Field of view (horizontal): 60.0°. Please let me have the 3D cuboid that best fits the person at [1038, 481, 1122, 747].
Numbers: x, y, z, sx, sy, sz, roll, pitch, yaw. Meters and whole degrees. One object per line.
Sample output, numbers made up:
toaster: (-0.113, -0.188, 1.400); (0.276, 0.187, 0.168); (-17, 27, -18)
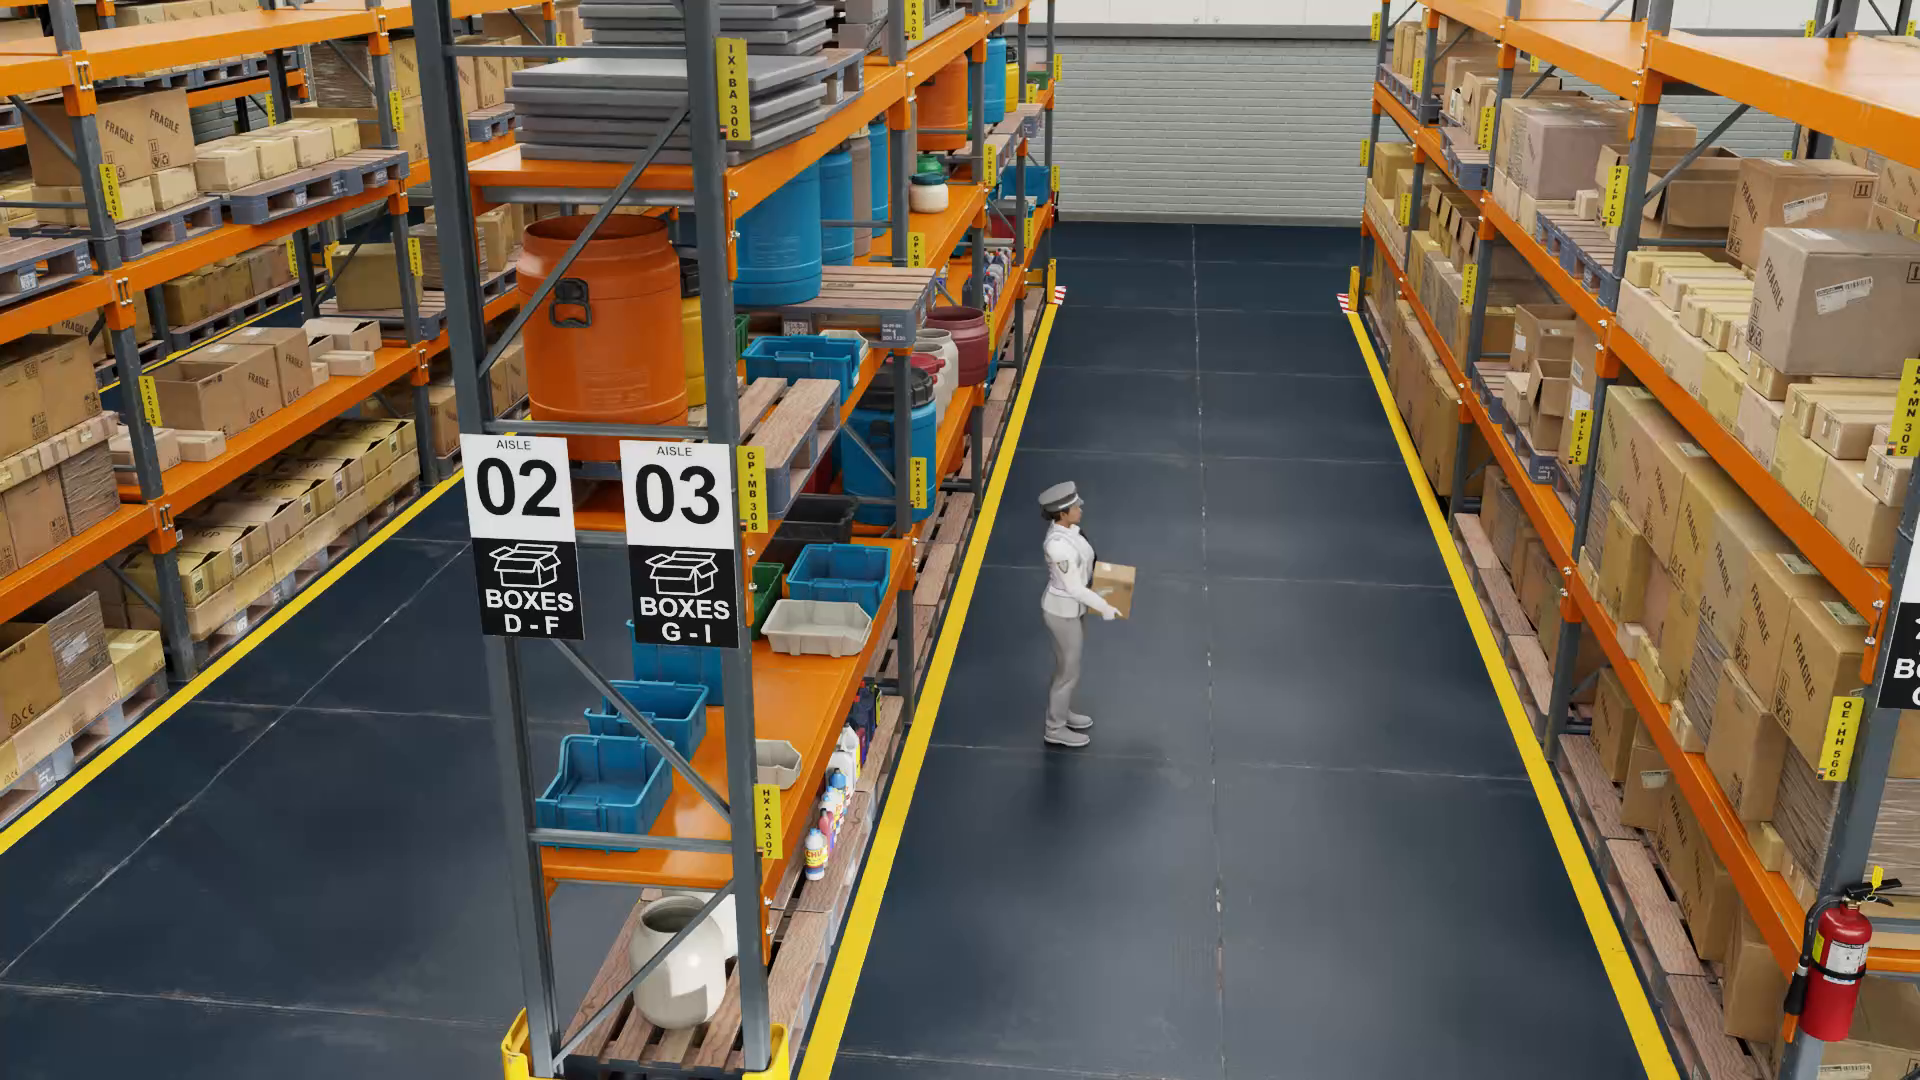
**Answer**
person: (0.738, 0.453, 10.290); (0.540, 1.689, 0.454); (3, 21, 7)
